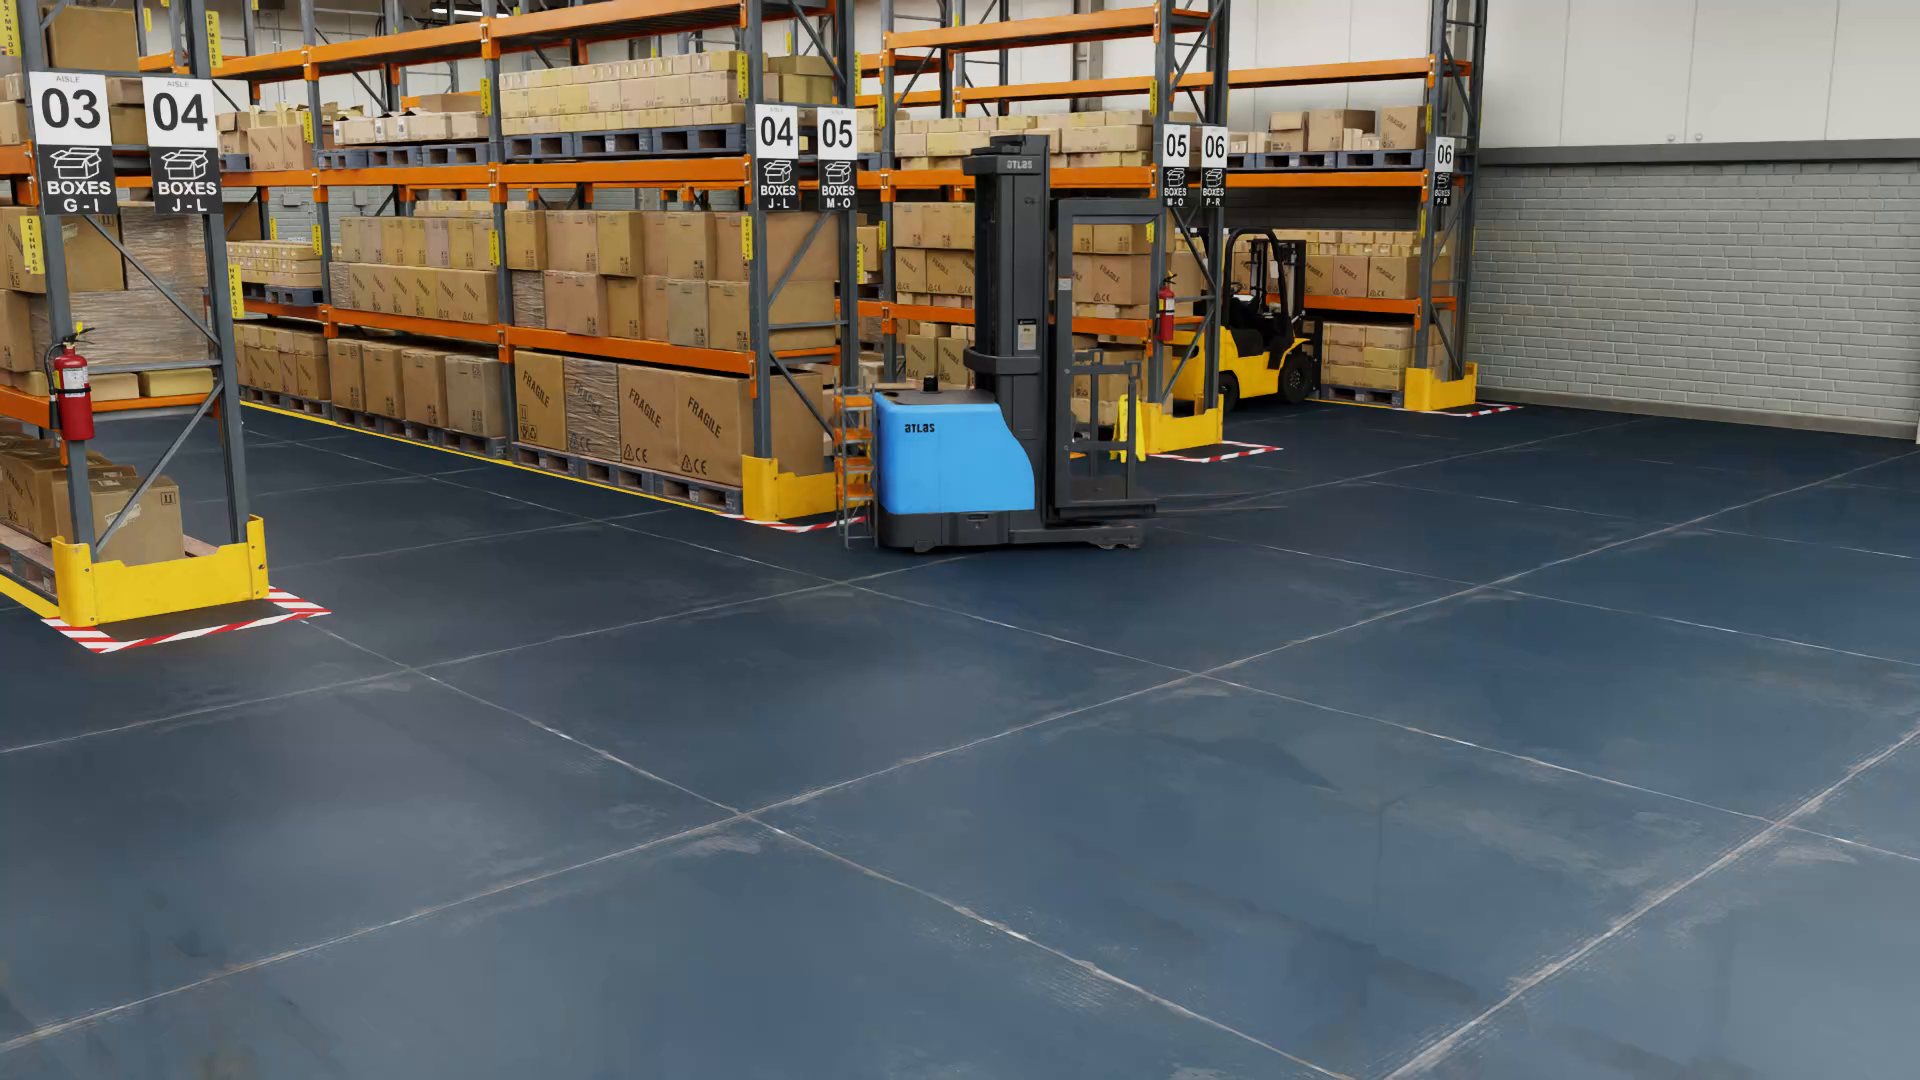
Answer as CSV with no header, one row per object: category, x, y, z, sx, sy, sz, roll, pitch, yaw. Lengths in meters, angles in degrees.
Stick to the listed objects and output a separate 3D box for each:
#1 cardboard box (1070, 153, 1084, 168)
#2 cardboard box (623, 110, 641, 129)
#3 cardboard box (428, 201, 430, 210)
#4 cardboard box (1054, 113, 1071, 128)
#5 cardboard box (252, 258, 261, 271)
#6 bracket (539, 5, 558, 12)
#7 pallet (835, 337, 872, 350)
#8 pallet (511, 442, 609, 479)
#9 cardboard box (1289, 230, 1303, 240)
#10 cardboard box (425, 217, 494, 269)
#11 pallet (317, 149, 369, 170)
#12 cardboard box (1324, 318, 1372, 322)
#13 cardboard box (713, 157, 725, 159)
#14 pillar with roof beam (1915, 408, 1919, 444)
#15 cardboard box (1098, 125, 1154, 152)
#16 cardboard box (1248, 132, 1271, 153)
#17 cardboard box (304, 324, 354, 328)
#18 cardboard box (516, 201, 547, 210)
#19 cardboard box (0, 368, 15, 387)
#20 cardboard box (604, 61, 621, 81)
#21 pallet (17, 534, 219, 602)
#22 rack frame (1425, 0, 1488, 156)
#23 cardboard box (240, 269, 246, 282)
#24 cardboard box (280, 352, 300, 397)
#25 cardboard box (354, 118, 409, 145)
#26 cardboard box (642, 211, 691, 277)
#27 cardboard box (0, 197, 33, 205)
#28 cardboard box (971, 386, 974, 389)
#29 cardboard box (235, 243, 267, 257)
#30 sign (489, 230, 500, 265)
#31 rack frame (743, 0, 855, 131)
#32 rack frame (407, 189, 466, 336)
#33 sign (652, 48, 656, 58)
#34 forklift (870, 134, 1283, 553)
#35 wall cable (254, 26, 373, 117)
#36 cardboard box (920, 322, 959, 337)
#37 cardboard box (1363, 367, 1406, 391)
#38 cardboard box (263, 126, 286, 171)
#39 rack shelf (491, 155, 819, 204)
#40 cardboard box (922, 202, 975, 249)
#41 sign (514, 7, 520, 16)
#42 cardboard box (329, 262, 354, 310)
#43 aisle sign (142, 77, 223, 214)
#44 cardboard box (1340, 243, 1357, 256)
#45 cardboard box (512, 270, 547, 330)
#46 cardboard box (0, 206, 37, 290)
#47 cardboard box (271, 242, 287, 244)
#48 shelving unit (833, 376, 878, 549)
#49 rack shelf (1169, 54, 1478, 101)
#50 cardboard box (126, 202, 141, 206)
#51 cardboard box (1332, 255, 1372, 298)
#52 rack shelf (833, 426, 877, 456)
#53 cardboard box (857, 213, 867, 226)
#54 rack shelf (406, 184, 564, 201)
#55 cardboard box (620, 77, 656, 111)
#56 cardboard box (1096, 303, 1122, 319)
cardboard box,1.345,-3.902,17.106,0.380,0.149,0.250,-11,16,-42
cardboard box,-2.588,-3.504,13.887,0.380,0.149,0.250,-11,16,-42
cardboard box,-8.498,-5.494,27.311,0.380,0.149,0.250,-10,16,-41
cardboard box,1.186,-4.325,17.181,0.380,0.149,0.250,-11,16,-43
cardboard box,-8.143,-3.271,19.700,0.380,0.149,0.250,-11,16,-43
bracket,-8.578,-11.026,34.707,0.235,0.232,0.430,-11,16,-43
pallet,-1.836,-3.385,28.321,1.003,0.211,1.213,-11,16,-43
pallet,-3.530,-0.813,15.833,1.003,0.211,1.213,-11,16,-43
cardboard box,4.398,-3.872,21.178,0.380,0.149,0.250,-11,16,-42
cardboard box,-5.051,-3.059,17.101,0.700,0.500,0.500,-11,16,-42
pallet,-6.278,-4.174,18.273,1.213,0.211,1.003,-10,15,-40
cardboard box,4.982,-2.706,21.405,0.500,0.250,0.500,-11,16,-43
cardboard box,-2.979,-4.885,21.589,0.396,0.266,0.258,-11,16,-43
pillar with roof beam,7.063,-4.803,13.425,9.100,9.000,0.400,-11,16,-43
cardboard box,1.726,-4.000,16.592,0.500,0.250,0.500,-11,16,-43
cardboard box,3.905,-5.096,21.325,0.258,0.266,0.396,11,16,44
cardboard box,-7.744,-2.515,20.482,0.500,0.250,0.500,-11,16,-42
cardboard box,-6.455,-5.029,25.057,0.380,0.149,0.250,-11,16,-44
cardboard box,-6.114,-1.110,10.989,0.380,0.149,0.250,-11,16,-43
cardboard box,-2.767,-3.932,13.989,0.380,0.149,0.250,-11,16,-42
pallet,-5.481,0.191,10.961,1.003,0.211,1.213,-11,16,-43
rack frame,5.862,-6.052,19.484,1.000,3.000,0.127,-11,16,-43
cardboard box,-8.506,-3.202,20.101,0.250,0.149,0.380,11,16,43
cardboard box,-7.760,-2.001,19.847,0.500,0.500,0.500,-10,15,-40
cardboard box,-6.074,-4.325,17.621,0.500,0.250,0.500,-10,16,-41
cardboard box,-2.199,-2.547,14.291,0.875,0.550,0.550,-11,16,-43
cardboard box,-8.103,-2.259,13.415,1.000,1.000,1.000,-11,16,-42
cardboard box,0.469,-1.587,18.453,0.500,0.250,0.500,-11,16,-43
cardboard box,-8.501,-3.493,20.039,0.380,0.149,0.250,-10,15,-41
sign,-4.384,-2.752,15.661,0.100,0.325,0.005,-11,16,-43
rack frame,-1.236,-4.655,12.705,1.000,3.000,0.127,-11,16,-43
rack frame,-8.775,-4.756,28.064,1.000,3.000,0.127,-11,16,-43
sign,-5.580,-8.807,30.349,0.100,0.325,0.005,-11,16,-43
forklift,0.880,-1.471,12.285,3.031,2.935,1.130,-2,12,-11
wall cable,-12.361,-8.590,31.804,2.355,3.000,0.029,-11,16,-43
cardboard box,-0.233,-2.399,18.927,0.380,0.149,0.250,-11,16,-42
cardboard box,5.309,-1.997,20.444,0.500,0.250,0.500,-11,16,-42
cardboard box,-7.693,-4.521,19.242,0.500,0.500,0.500,-11,16,-43
rack shelf,-2.617,-3.125,14.497,1.077,0.370,4.000,-11,16,-43
cardboard box,-0.004,-3.517,18.587,0.700,0.500,0.500,-11,16,-42
sign,-6.431,-7.572,24.157,0.100,0.325,0.005,-11,16,-43
cardboard box,-6.646,-2.830,18.466,0.500,0.500,0.500,-11,16,-42
aisle sign,-4.633,-2.346,9.923,0.394,0.787,0.004,-11,16,-43
cardboard box,4.924,-3.609,20.640,0.380,0.149,0.250,-11,16,-43
cardboard box,-3.735,-2.322,15.875,0.875,0.550,0.550,-11,16,-43
cardboard box,-5.801,-1.843,10.459,0.500,0.500,0.500,-11,16,-43
cardboard box,-8.393,-3.659,20.845,0.250,0.149,0.380,11,16,43
shelving unit,-0.770,-0.575,12.225,0.258,1.200,0.503,-3,12,-11
rack shelf,4.481,-5.795,21.014,1.077,0.370,4.000,-11,16,-43
cardboard box,-11.117,-4.408,22.910,0.500,0.500,0.500,11,16,43
cardboard box,4.980,-3.275,20.624,0.500,0.500,0.500,-10,15,-41
rack shelf,-0.771,-0.728,12.193,0.258,0.148,0.480,-3,12,-11
cardboard box,-1.382,-3.985,20.687,0.380,0.149,0.250,-10,15,-39
rack shelf,-7.394,-5.581,26.417,1.077,0.370,4.000,-11,16,-43
cardboard box,-2.467,-3.692,13.809,0.500,0.250,0.500,-11,16,-43
cardboard box,1.606,-2.344,16.980,0.380,0.149,0.250,-11,16,-43
